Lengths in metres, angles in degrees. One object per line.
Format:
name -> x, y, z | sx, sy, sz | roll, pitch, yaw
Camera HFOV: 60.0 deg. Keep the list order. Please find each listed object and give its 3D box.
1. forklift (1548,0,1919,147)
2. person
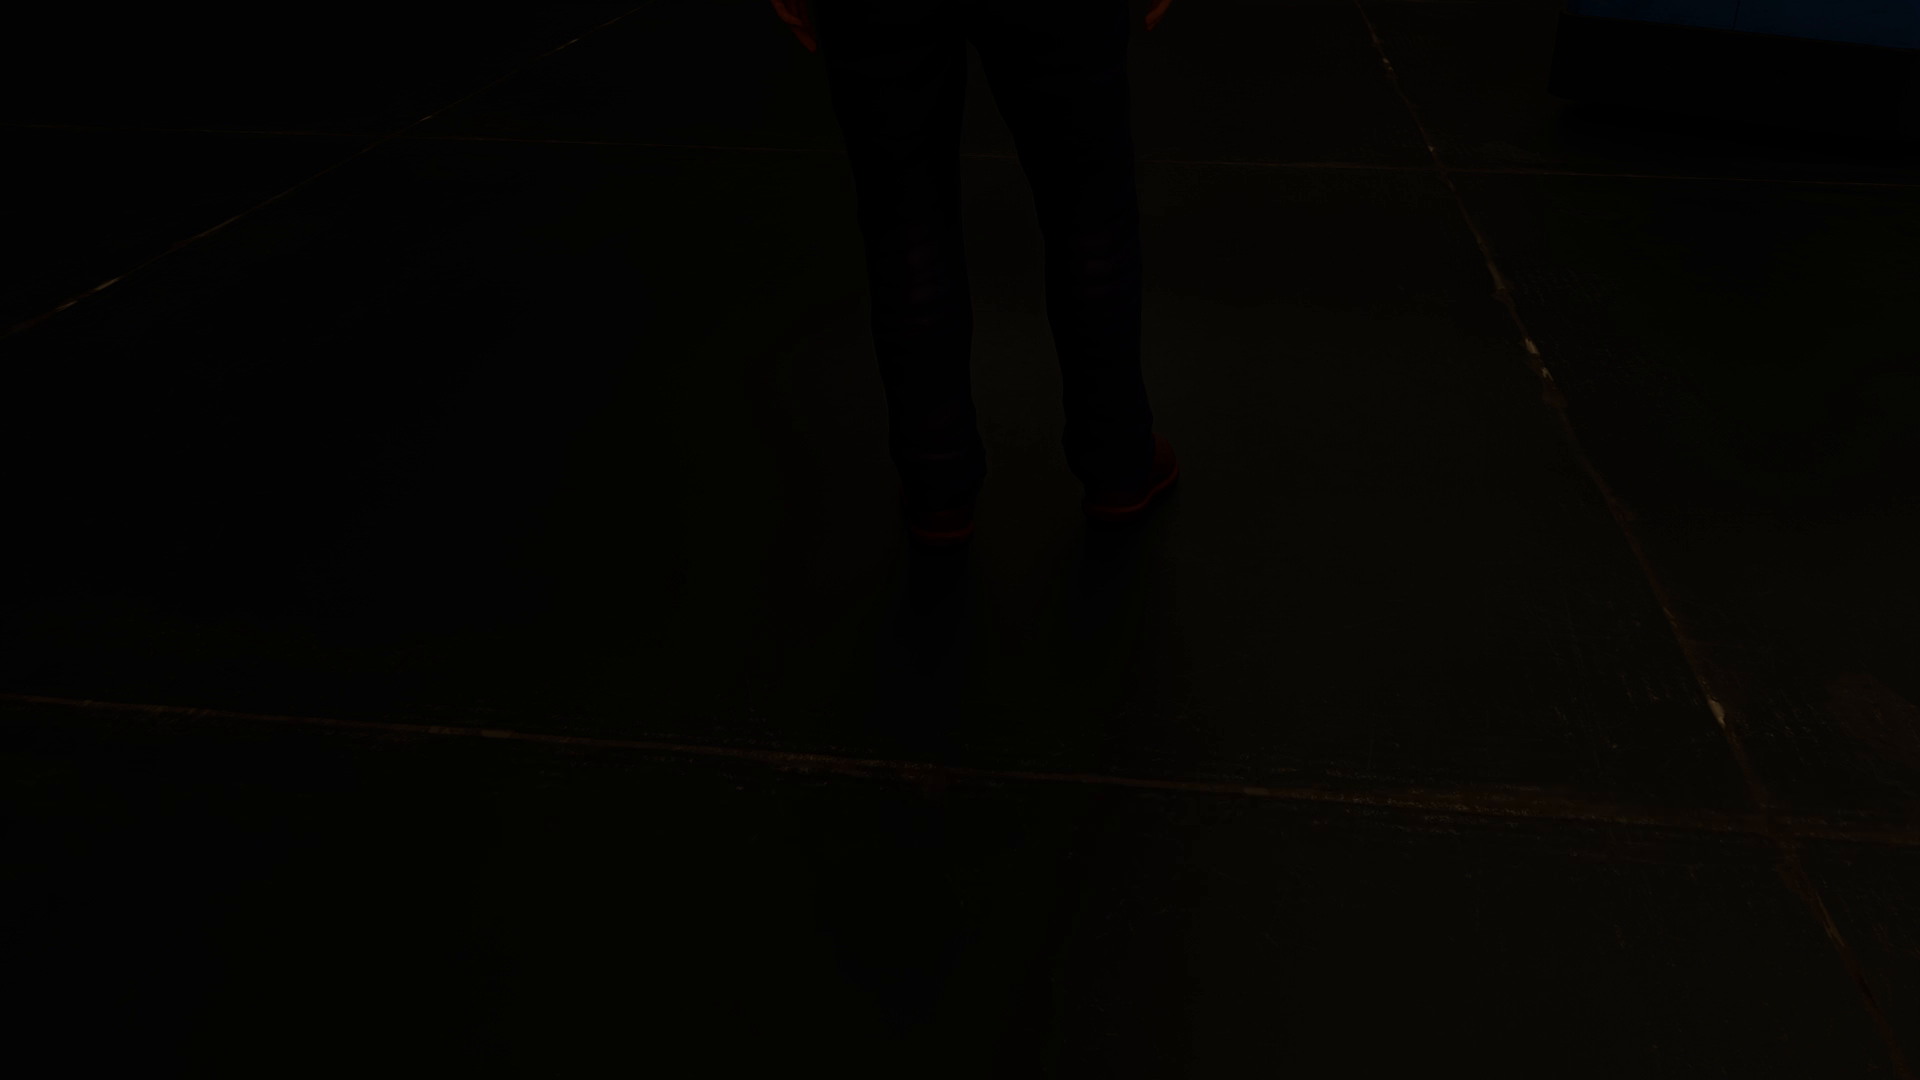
forklift -> 3.120, -2.974, 5.178 | 1.130, 2.935, 3.031 | 20, 33, 35
person -> 0.035, -0.783, 2.205 | 0.598, 1.651, 0.503 | 3, 27, 7
